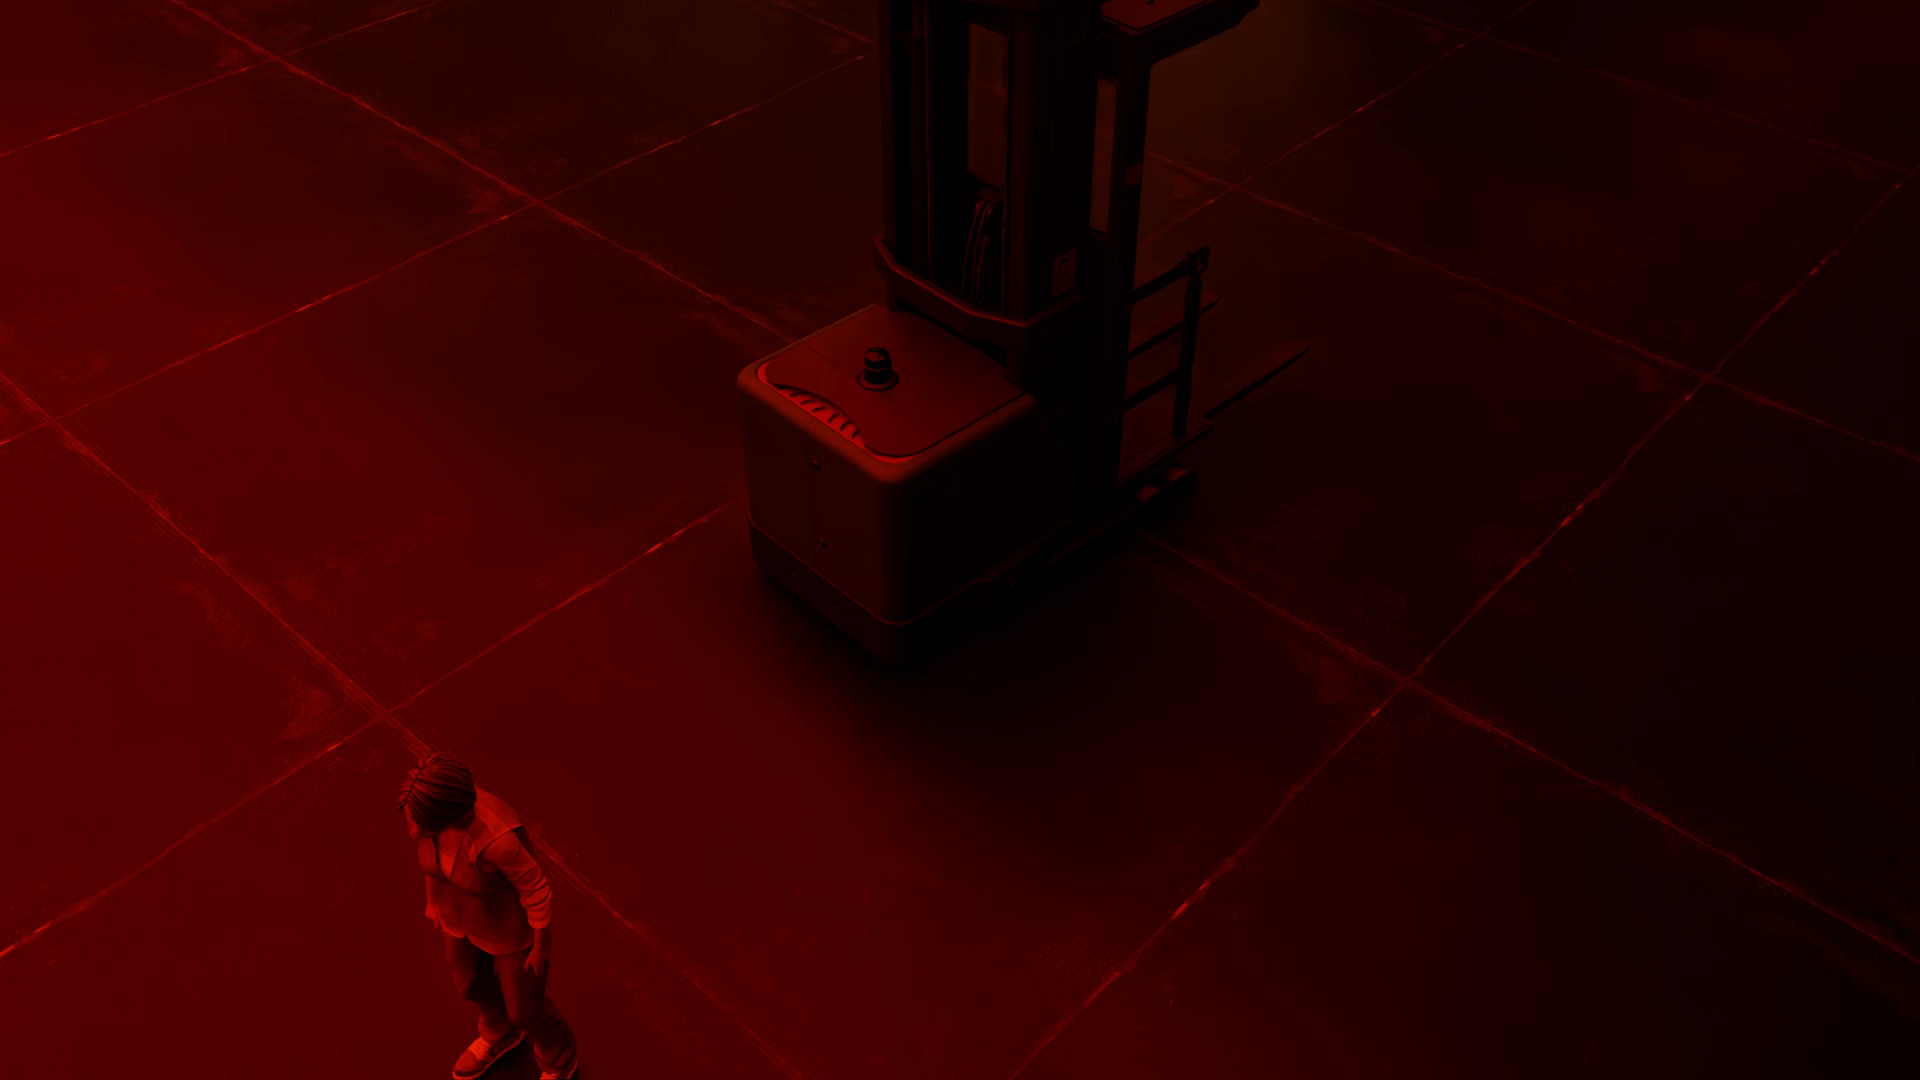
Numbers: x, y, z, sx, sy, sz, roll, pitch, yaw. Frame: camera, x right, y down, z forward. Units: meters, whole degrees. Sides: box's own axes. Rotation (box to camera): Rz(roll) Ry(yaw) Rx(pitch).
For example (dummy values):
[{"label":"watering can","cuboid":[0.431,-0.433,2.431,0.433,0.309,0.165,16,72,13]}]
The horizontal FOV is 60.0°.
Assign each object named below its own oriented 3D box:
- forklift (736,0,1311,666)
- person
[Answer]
[{"label":"forklift","cuboid":[0.475,-1.428,7.093,3.031,2.935,1.130,-32,50,-32]},{"label":"person","cuboid":[-1.435,1.179,5.085,0.464,1.590,0.347,19,44,20]}]
